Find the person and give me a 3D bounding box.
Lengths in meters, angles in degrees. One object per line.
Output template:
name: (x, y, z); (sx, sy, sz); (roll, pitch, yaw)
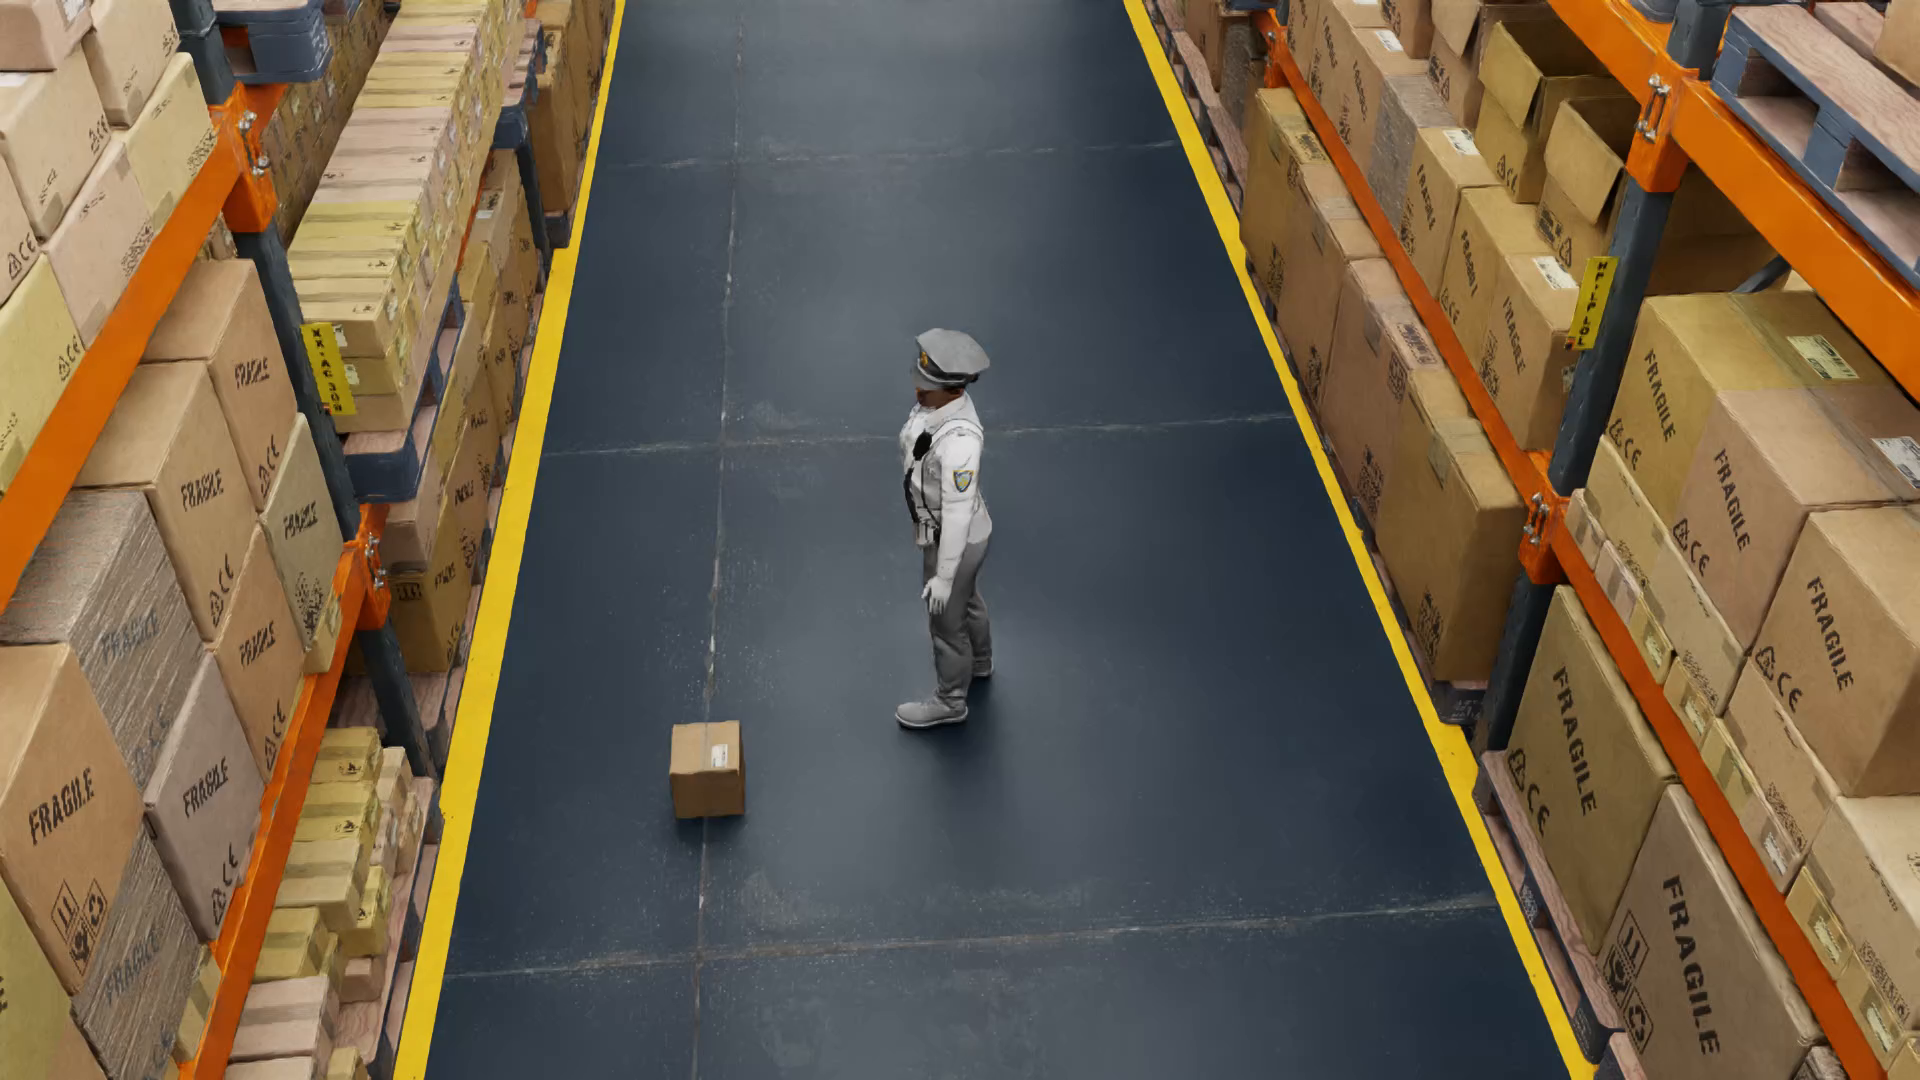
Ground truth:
person: (-0.057, -0.014, 6.131); (0.423, 1.683, 0.603); (-5, 40, -5)
